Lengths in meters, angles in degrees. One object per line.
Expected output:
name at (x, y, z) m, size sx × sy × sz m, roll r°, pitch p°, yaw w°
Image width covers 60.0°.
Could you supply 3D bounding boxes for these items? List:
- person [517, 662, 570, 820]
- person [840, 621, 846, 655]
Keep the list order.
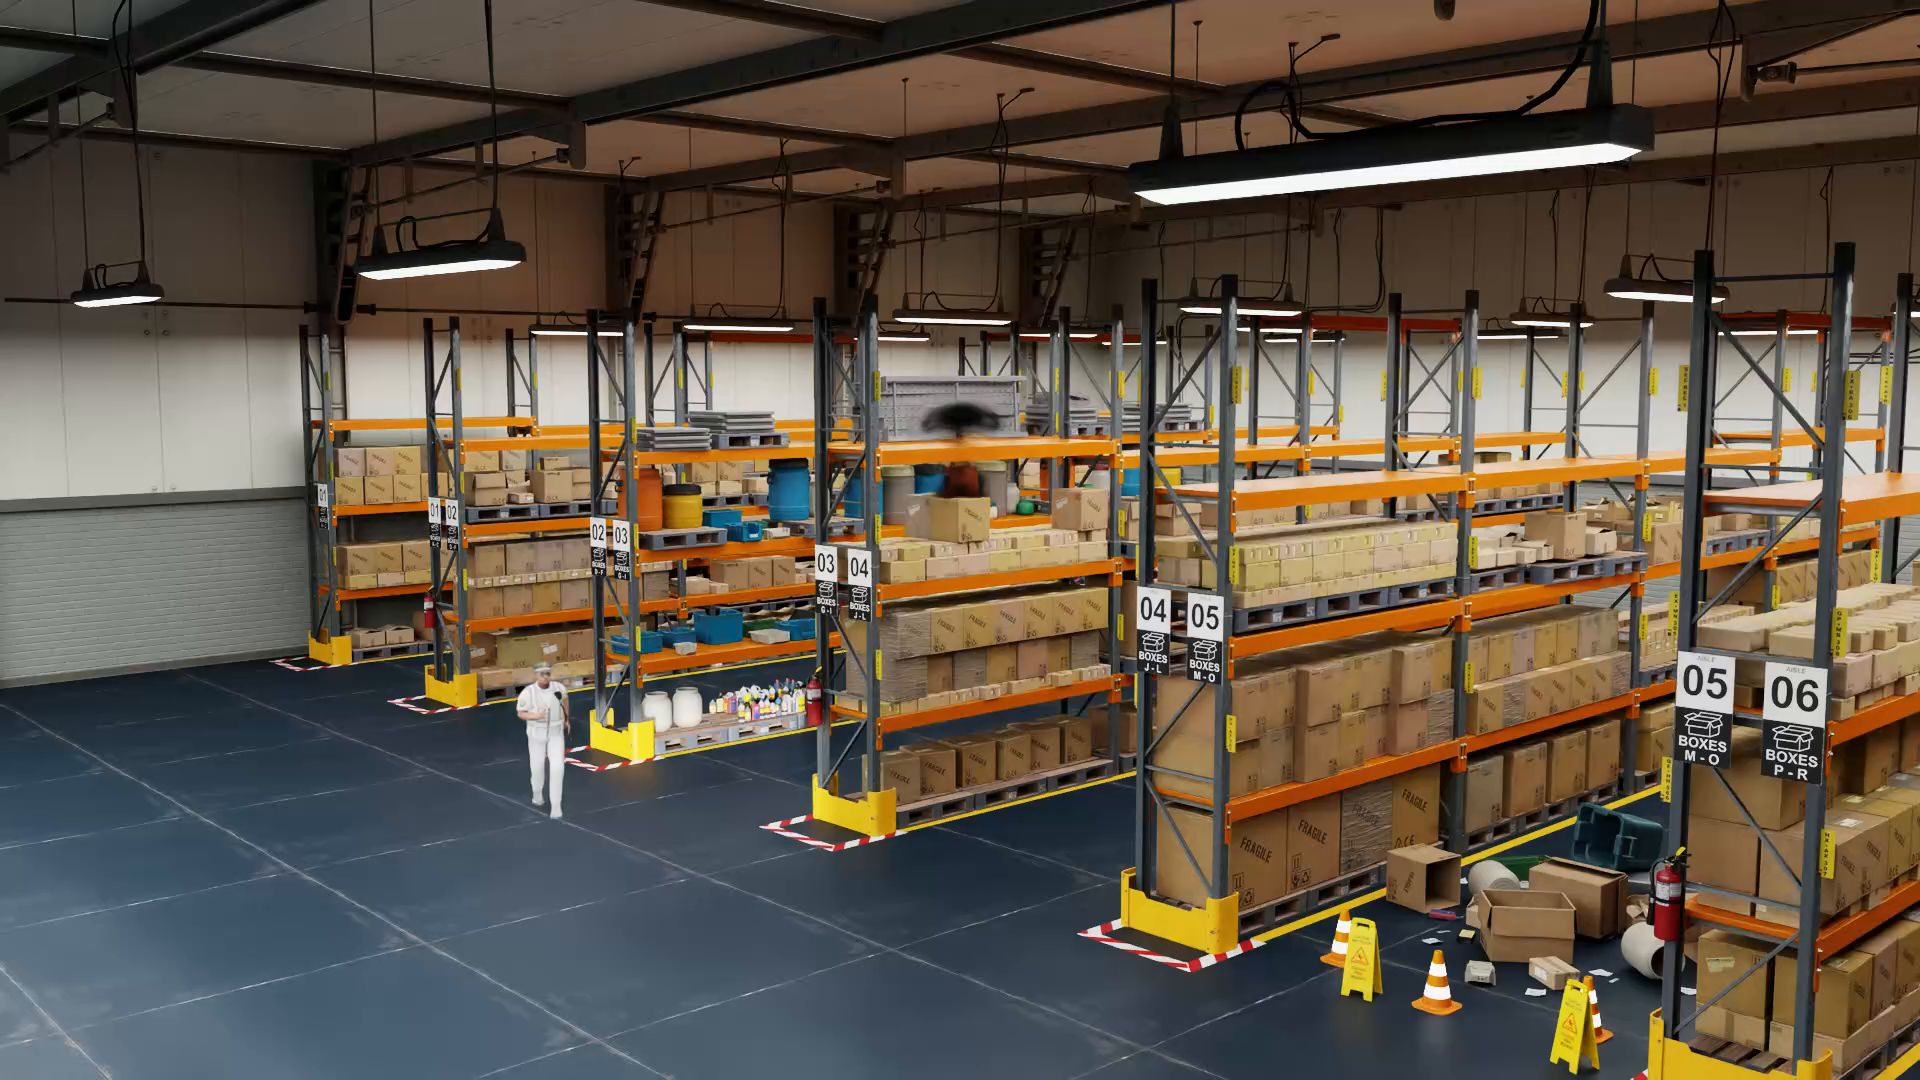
person at (-4.875, 2.315, 19.504) m, size 0.617 × 1.840 × 0.889 m, roll -2°, pitch 6°, yaw -19°
person at (-1.641, 1.539, 27.576) m, size 0.726 × 1.734 × 0.721 m, roll 4°, pitch 7°, yaw 35°
